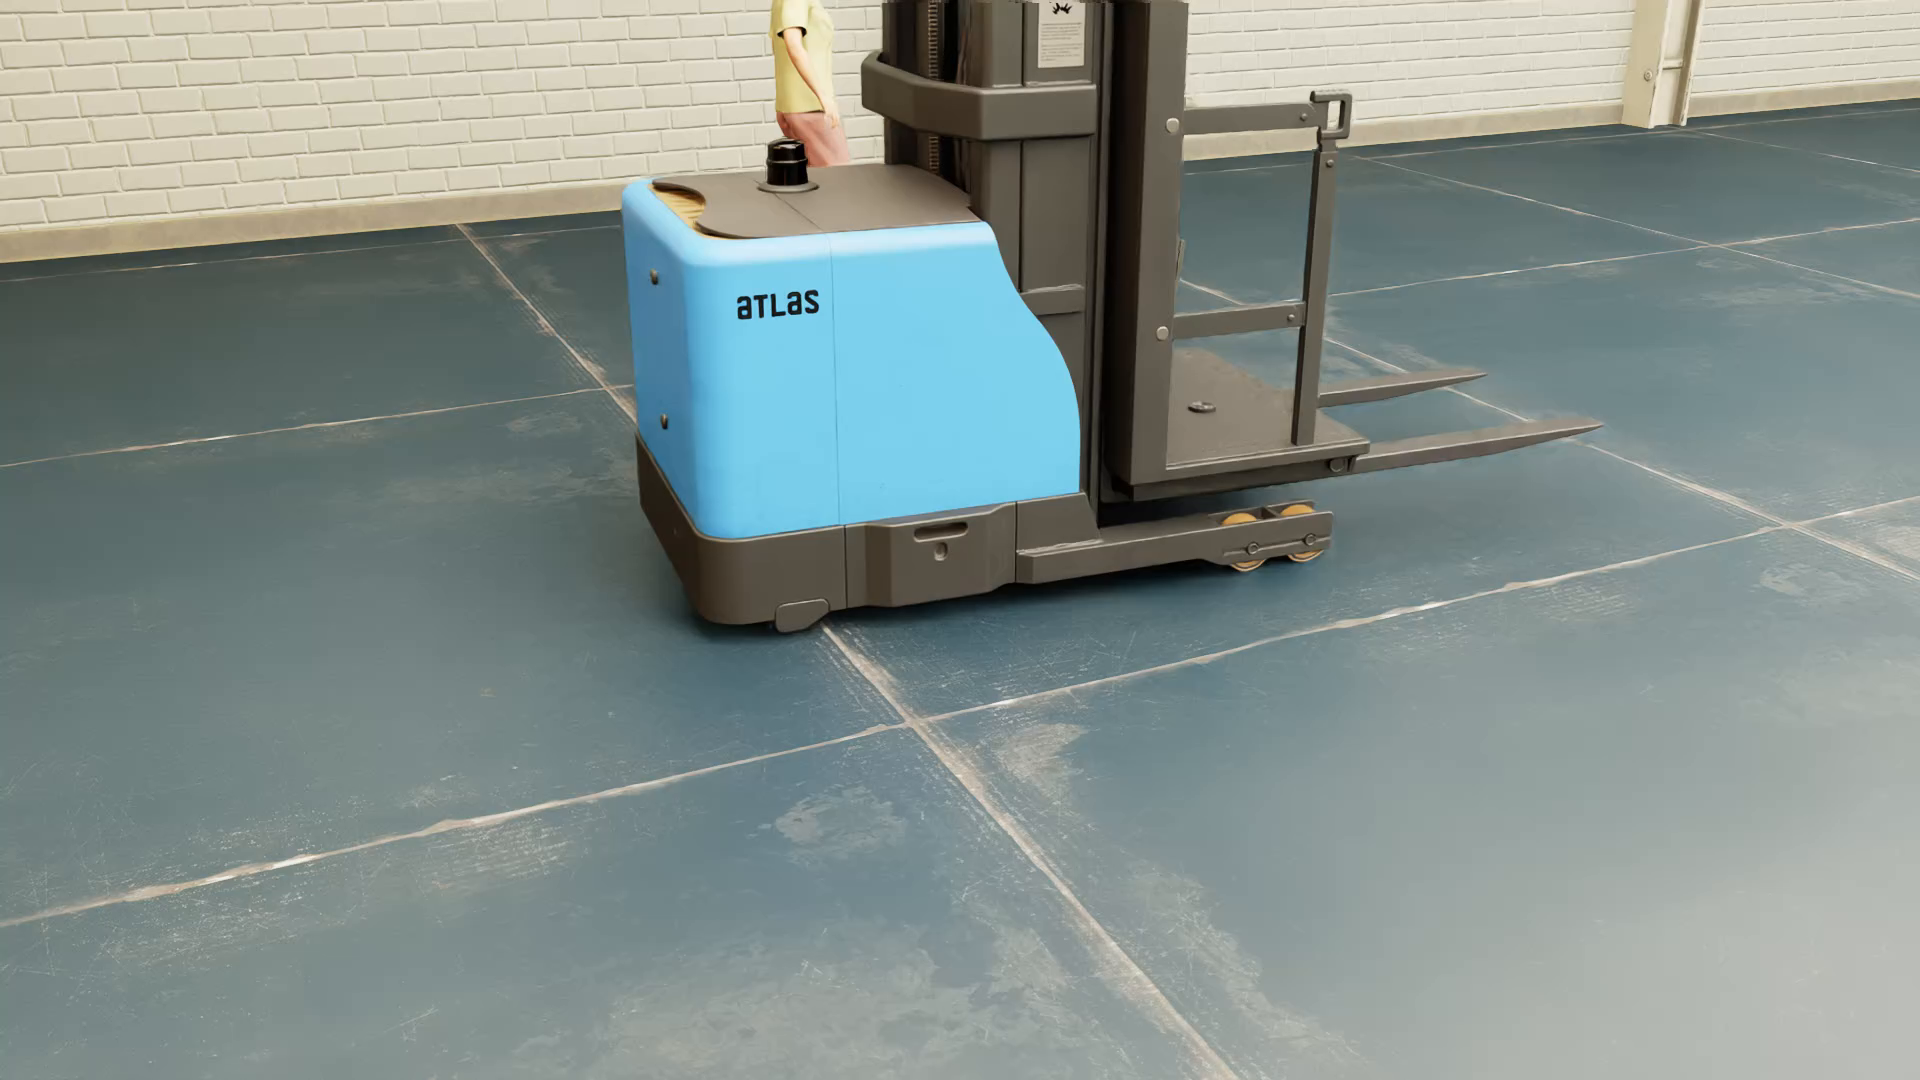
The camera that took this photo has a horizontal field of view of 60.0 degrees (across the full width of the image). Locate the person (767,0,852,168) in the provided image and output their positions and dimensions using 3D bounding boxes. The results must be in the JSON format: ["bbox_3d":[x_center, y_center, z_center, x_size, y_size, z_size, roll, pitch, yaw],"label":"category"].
[{"bbox_3d":[-0.637,-1.975,7.703,0.494,1.658,0.660,-9,24,-20],"label":"person"}]

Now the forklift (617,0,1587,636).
[{"bbox_3d":[0.564,-1.453,4.784,3.031,2.935,1.130,-9,24,-21],"label":"forklift"}]
